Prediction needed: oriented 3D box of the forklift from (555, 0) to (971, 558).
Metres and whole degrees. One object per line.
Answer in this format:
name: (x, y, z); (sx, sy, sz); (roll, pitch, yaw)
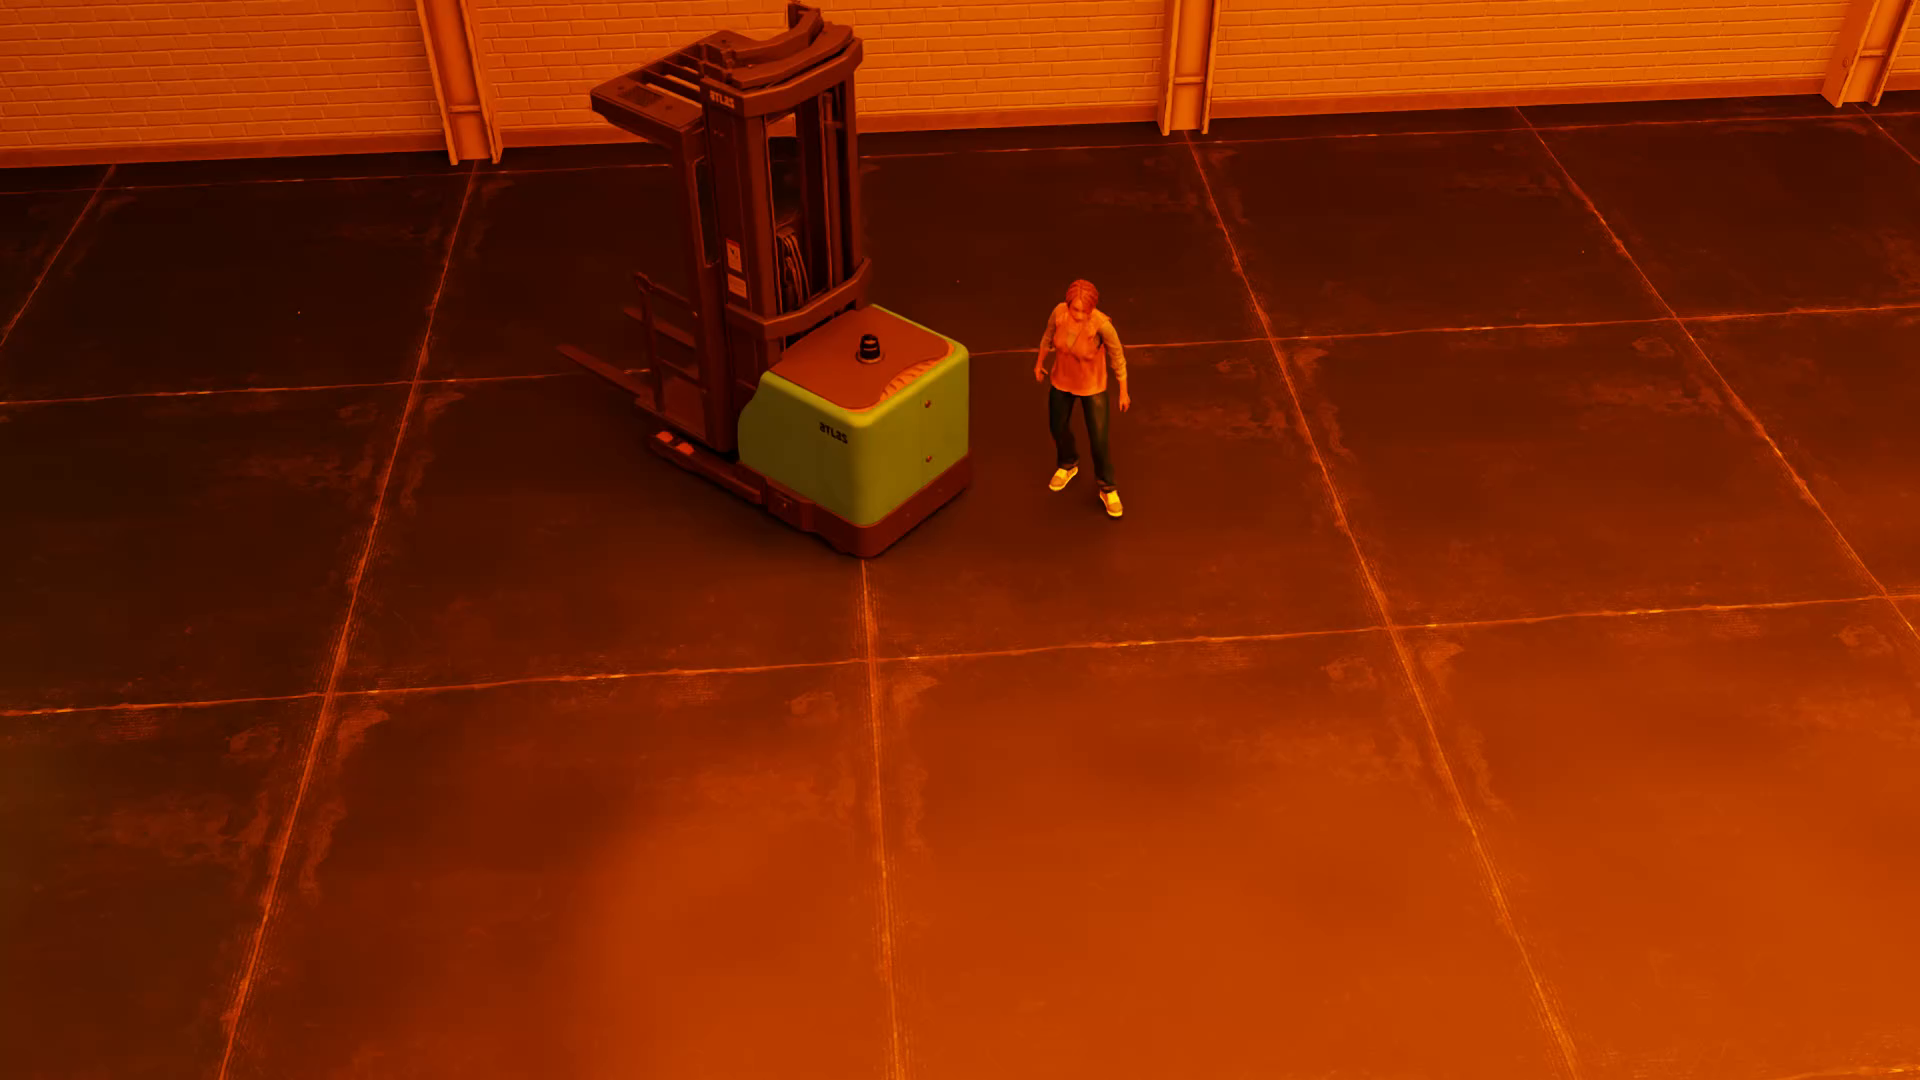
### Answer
forklift: (-1.392, -1.812, 10.056); (3.031, 2.935, 1.130); (28, 48, 29)

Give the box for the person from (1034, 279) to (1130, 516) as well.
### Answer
person: (0.748, -0.911, 10.072); (0.723, 1.556, 0.374); (19, 44, 21)
